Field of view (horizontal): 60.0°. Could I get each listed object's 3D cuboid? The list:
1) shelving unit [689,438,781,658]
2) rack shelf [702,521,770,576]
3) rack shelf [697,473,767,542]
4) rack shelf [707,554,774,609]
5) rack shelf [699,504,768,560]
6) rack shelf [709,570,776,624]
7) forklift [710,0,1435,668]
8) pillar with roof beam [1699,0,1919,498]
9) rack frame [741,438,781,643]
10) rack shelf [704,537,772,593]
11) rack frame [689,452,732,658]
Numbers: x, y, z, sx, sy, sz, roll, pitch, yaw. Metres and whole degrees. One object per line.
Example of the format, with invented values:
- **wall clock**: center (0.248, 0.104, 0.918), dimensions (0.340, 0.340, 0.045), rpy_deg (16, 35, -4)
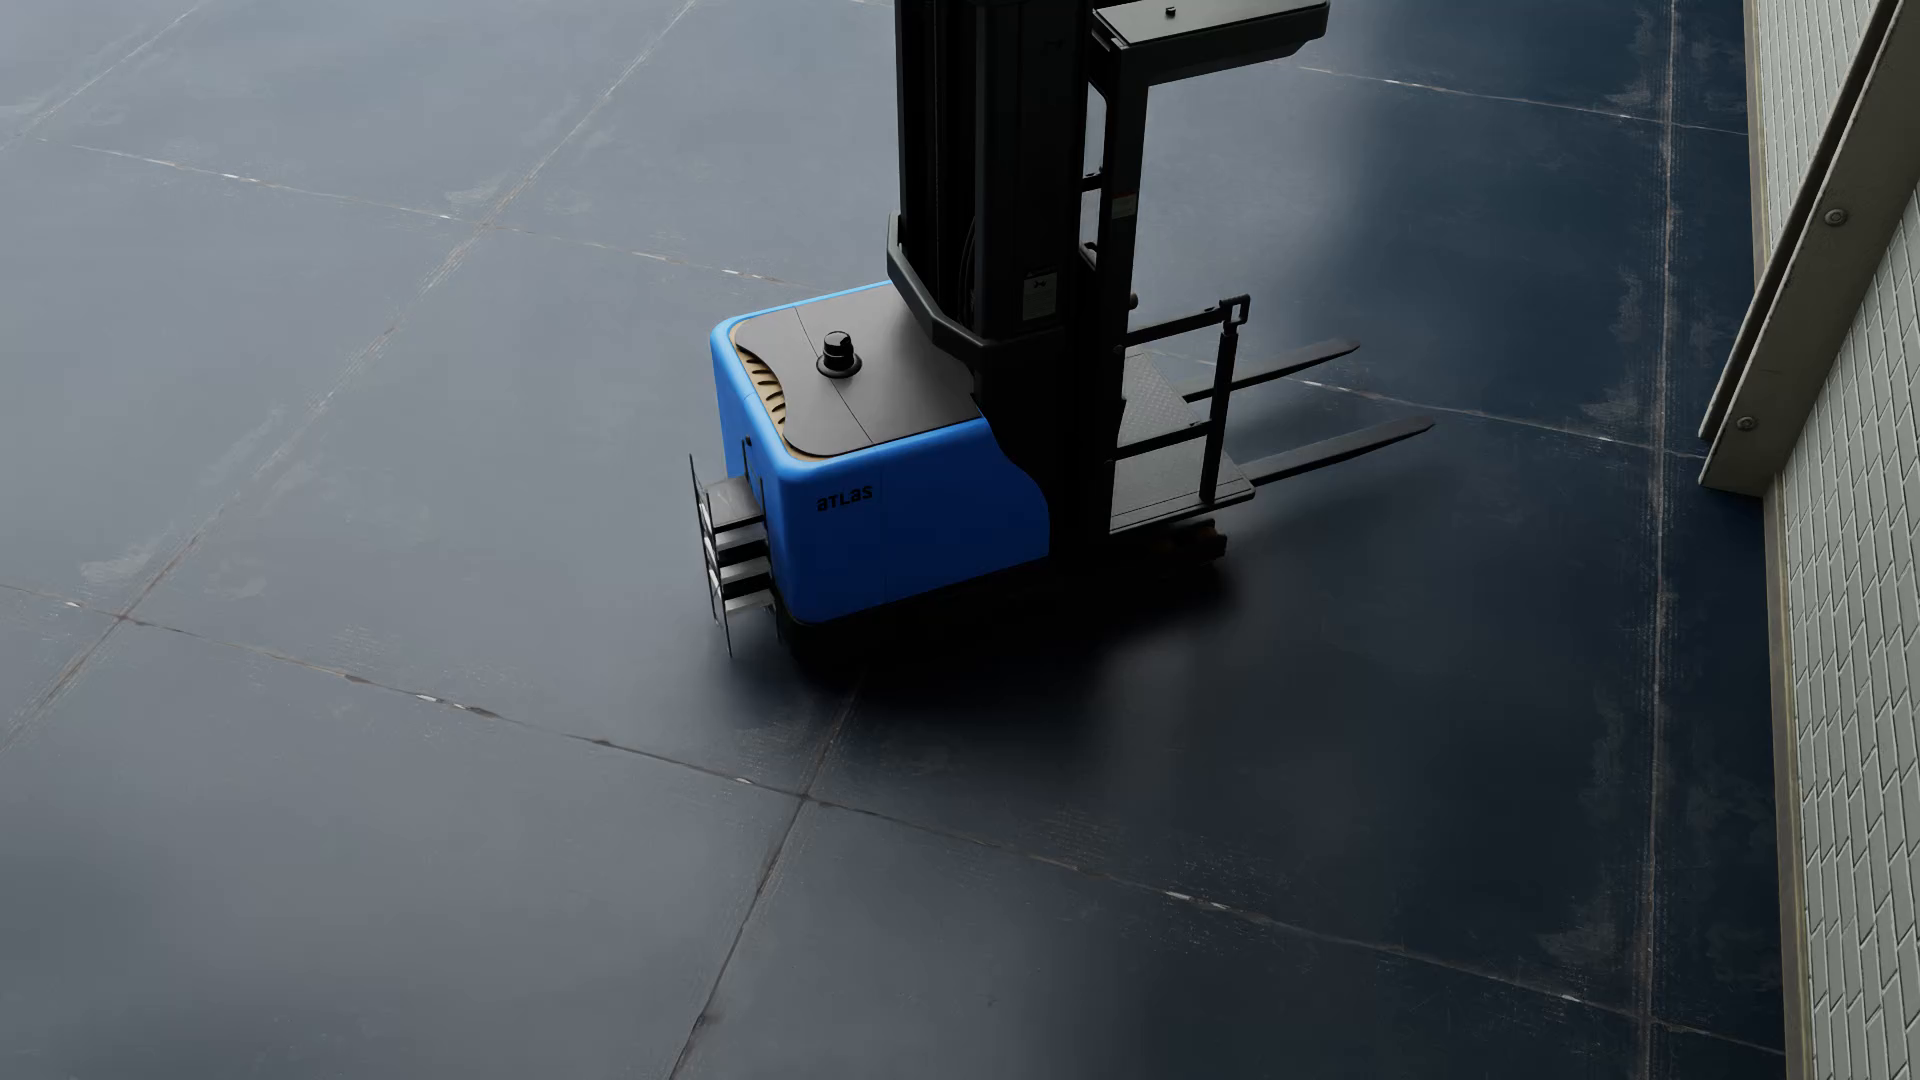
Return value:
- **shelving unit**: center (-0.868, 0.045, 6.459), dimensions (0.210, 0.900, 0.258), rpy_deg (-16, 47, -16)
- **rack shelf**: center (-0.868, 0.005, 6.420), dimensions (0.200, 0.077, 0.258), rpy_deg (-16, 47, -16)
- **rack shelf**: center (-0.868, -0.124, 6.294), dimensions (0.200, 0.077, 0.258), rpy_deg (-16, 47, -16)
- **rack shelf**: center (-0.868, 0.133, 6.546), dimensions (0.200, 0.077, 0.258), rpy_deg (-16, 47, -16)
- **rack shelf**: center (-0.868, -0.059, 6.357), dimensions (0.200, 0.077, 0.258), rpy_deg (-16, 47, -16)
- **rack shelf**: center (-0.868, 0.198, 6.608), dimensions (0.200, 0.077, 0.258), rpy_deg (-16, 47, -16)
- **forklift**: center (0.578, -1.215, 6.295), dimensions (3.031, 2.935, 1.130), rpy_deg (-16, 47, -16)
- **pillar with roof beam**: center (-0.608, -4.472, 5.285), dimensions (9.100, 9.000, 0.400), rpy_deg (13, 46, 13)
- **rack frame**: center (-0.774, 0.018, 6.487), dimensions (0.006, 0.900, 0.240), rpy_deg (-16, 47, -16)
- **rack shelf**: center (-0.868, 0.069, 6.483), dimensions (0.200, 0.077, 0.258), rpy_deg (-16, 47, -16)
- **rack frame**: center (-0.962, 0.073, 6.431), dimensions (0.006, 0.900, 0.240), rpy_deg (-16, 47, -16)
